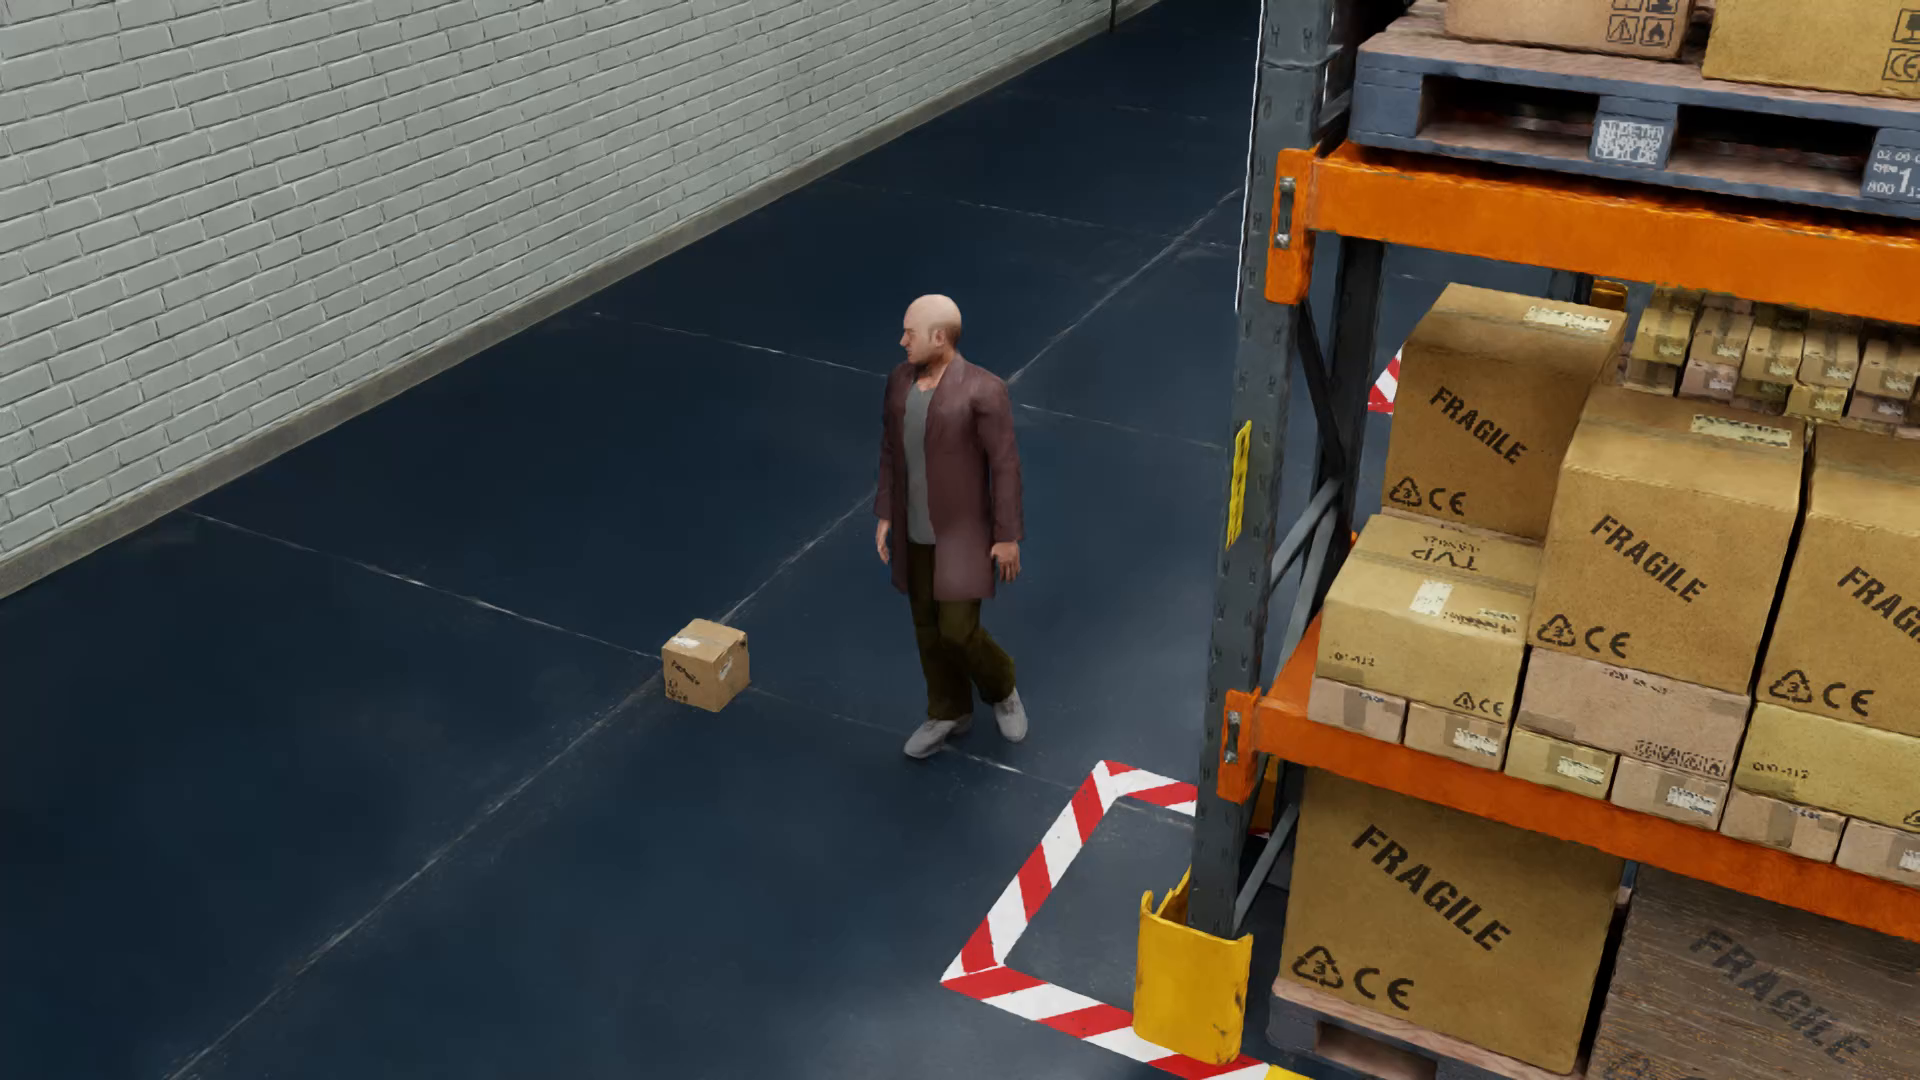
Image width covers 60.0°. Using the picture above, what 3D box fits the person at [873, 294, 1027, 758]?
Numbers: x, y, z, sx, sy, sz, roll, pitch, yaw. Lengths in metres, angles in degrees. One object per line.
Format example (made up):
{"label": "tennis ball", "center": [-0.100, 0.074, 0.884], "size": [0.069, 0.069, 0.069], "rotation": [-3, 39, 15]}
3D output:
{"label": "person", "center": [-0.063, -0.022, 6.160], "size": [0.677, 1.771, 0.528], "rotation": [22, 36, 33]}
